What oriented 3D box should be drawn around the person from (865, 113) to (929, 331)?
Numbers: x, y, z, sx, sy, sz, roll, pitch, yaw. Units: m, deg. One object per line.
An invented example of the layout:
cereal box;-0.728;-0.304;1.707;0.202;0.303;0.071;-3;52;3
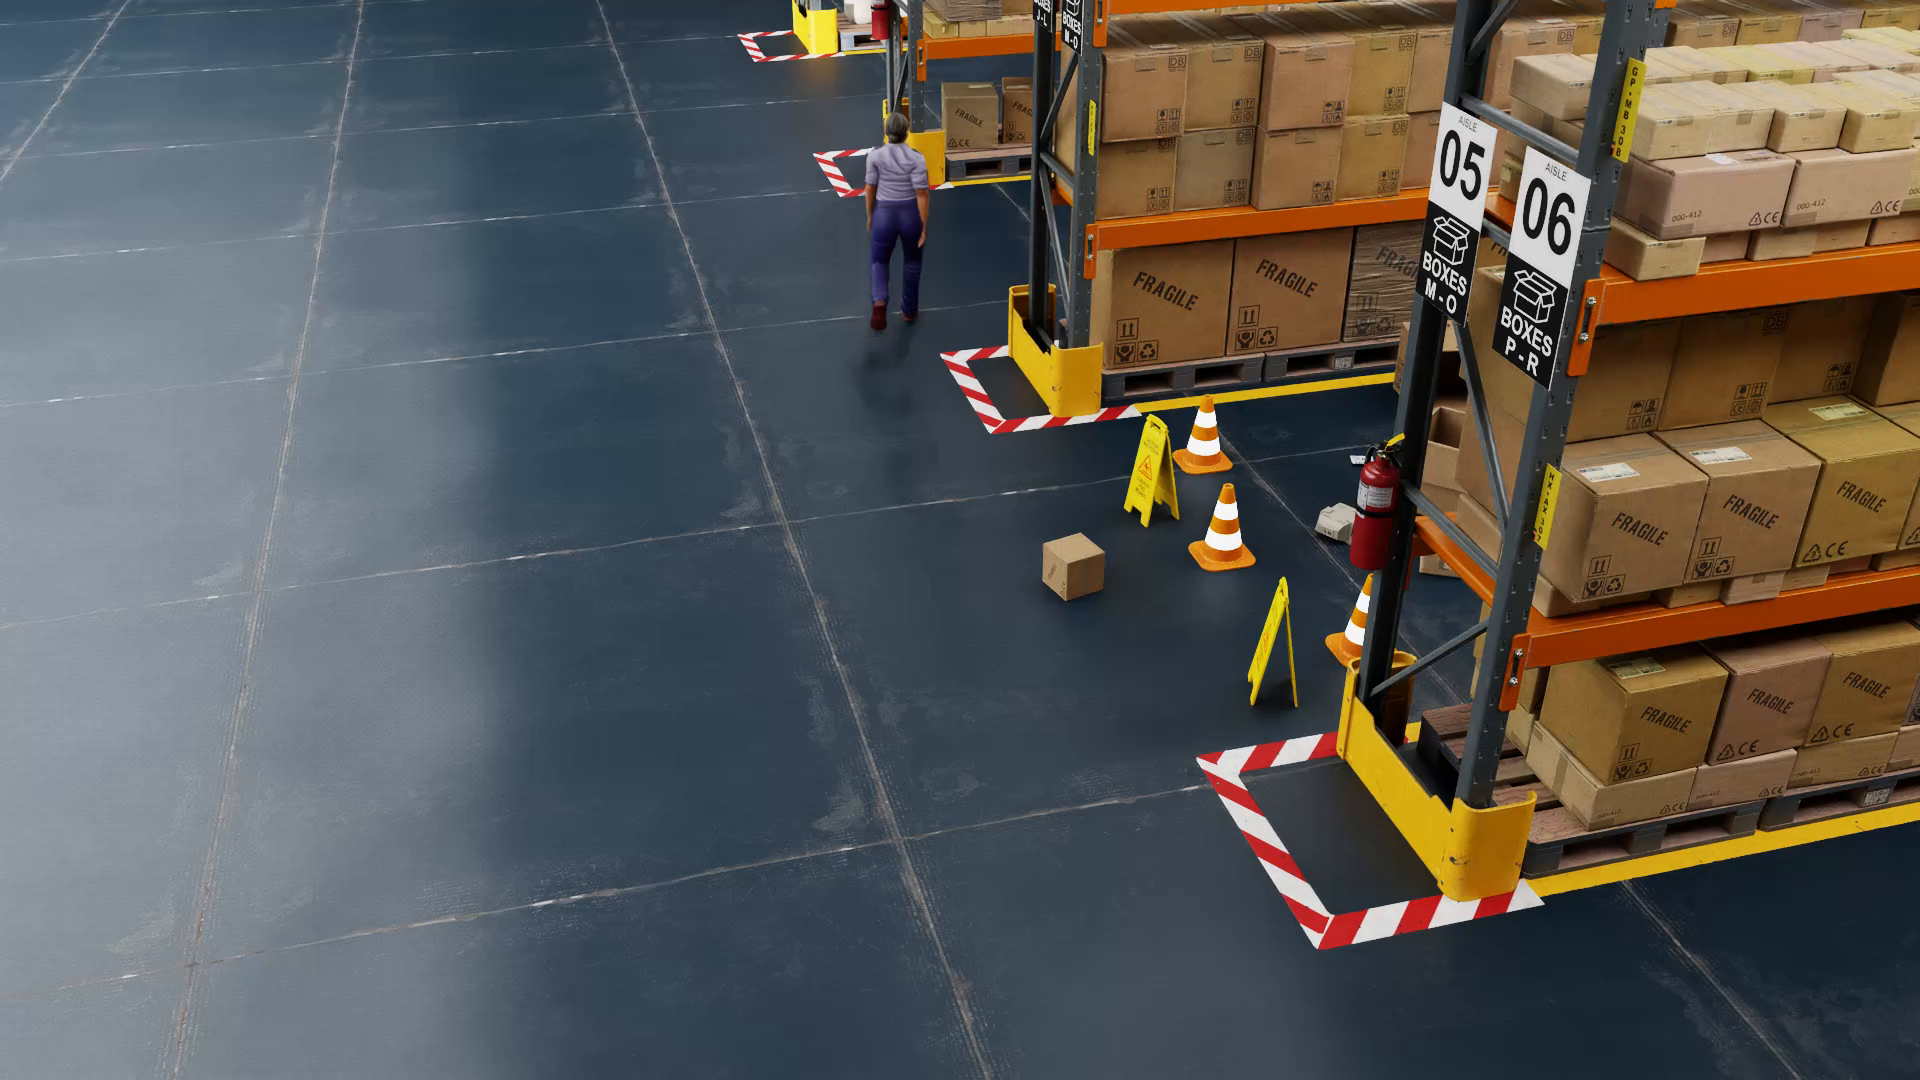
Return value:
person;-0.456;-2.316;12.159;0.471;1.626;0.704;0;30;1
